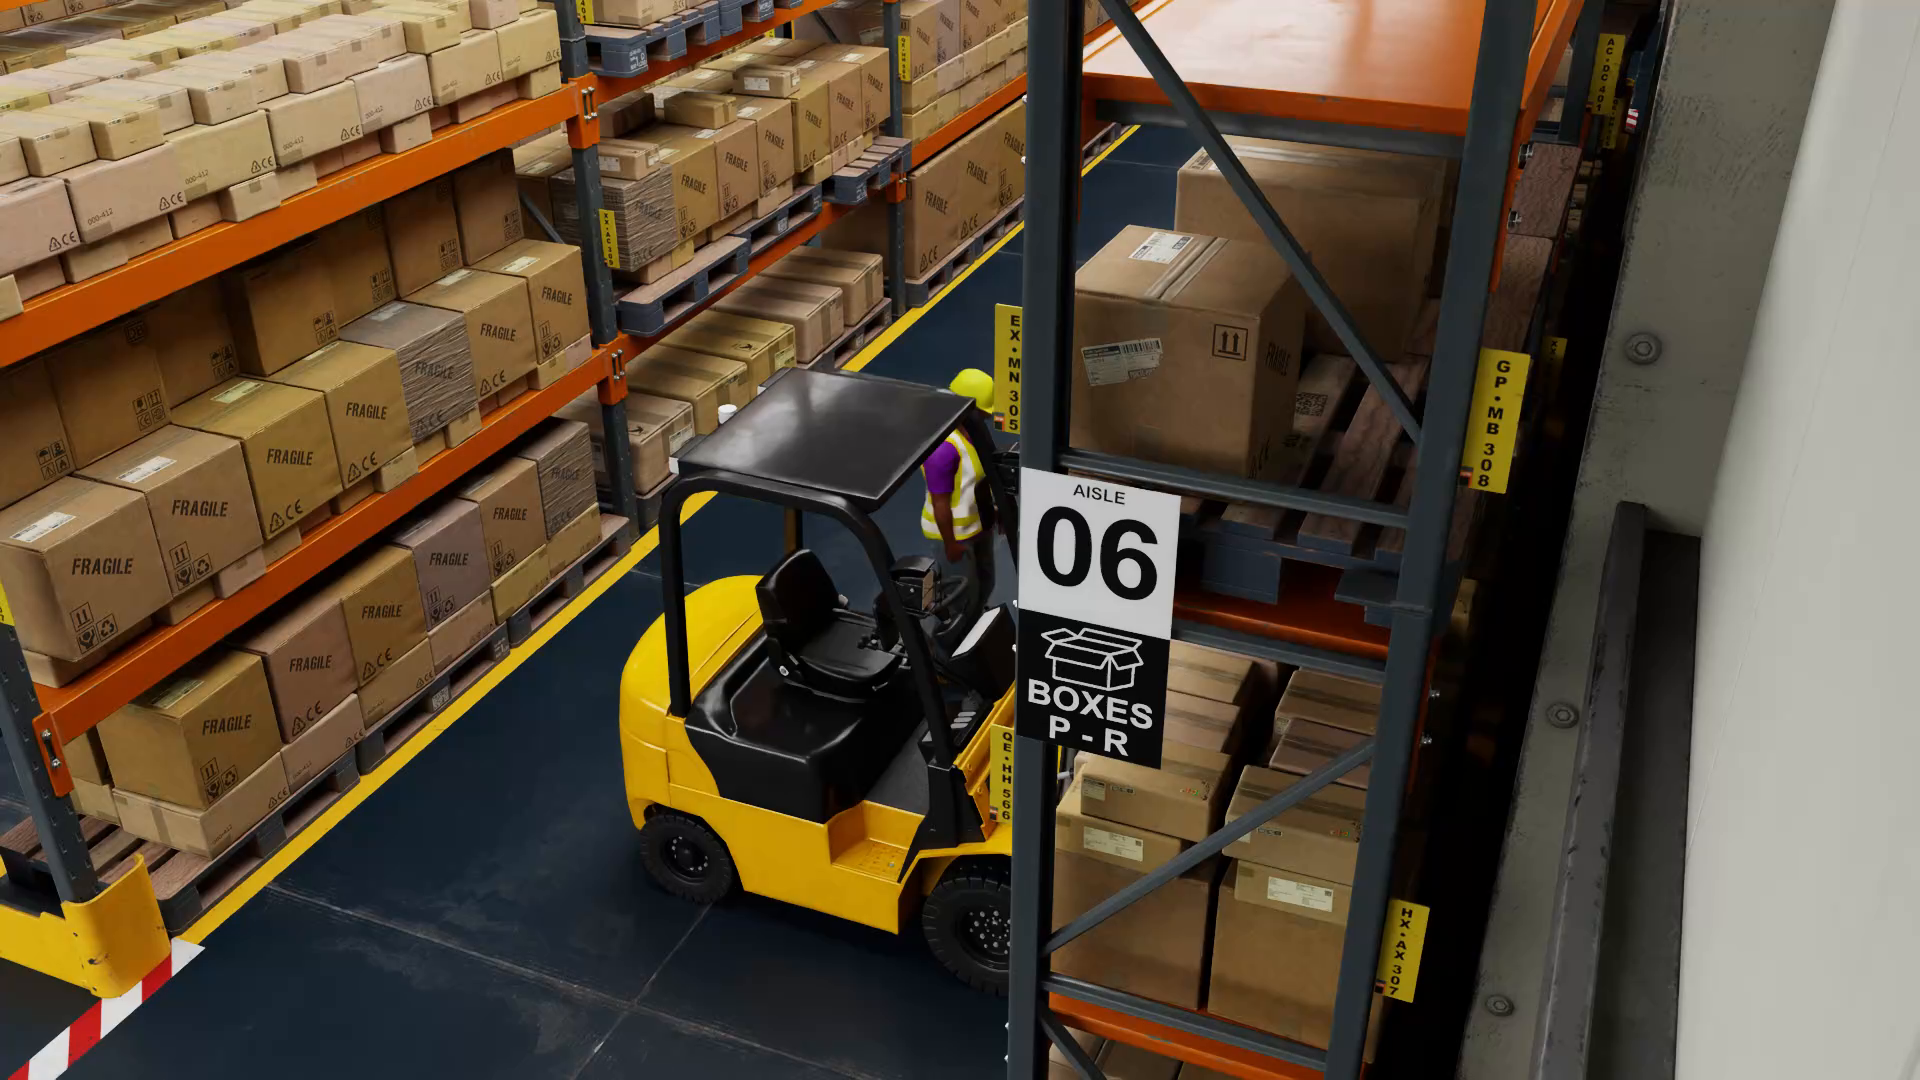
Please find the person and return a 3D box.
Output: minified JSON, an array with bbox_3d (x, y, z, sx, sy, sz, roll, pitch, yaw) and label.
[{"bbox_3d":[0.027,-0.073,8.522,0.390,1.747,0.575,12,32,20],"label":"person"}]
